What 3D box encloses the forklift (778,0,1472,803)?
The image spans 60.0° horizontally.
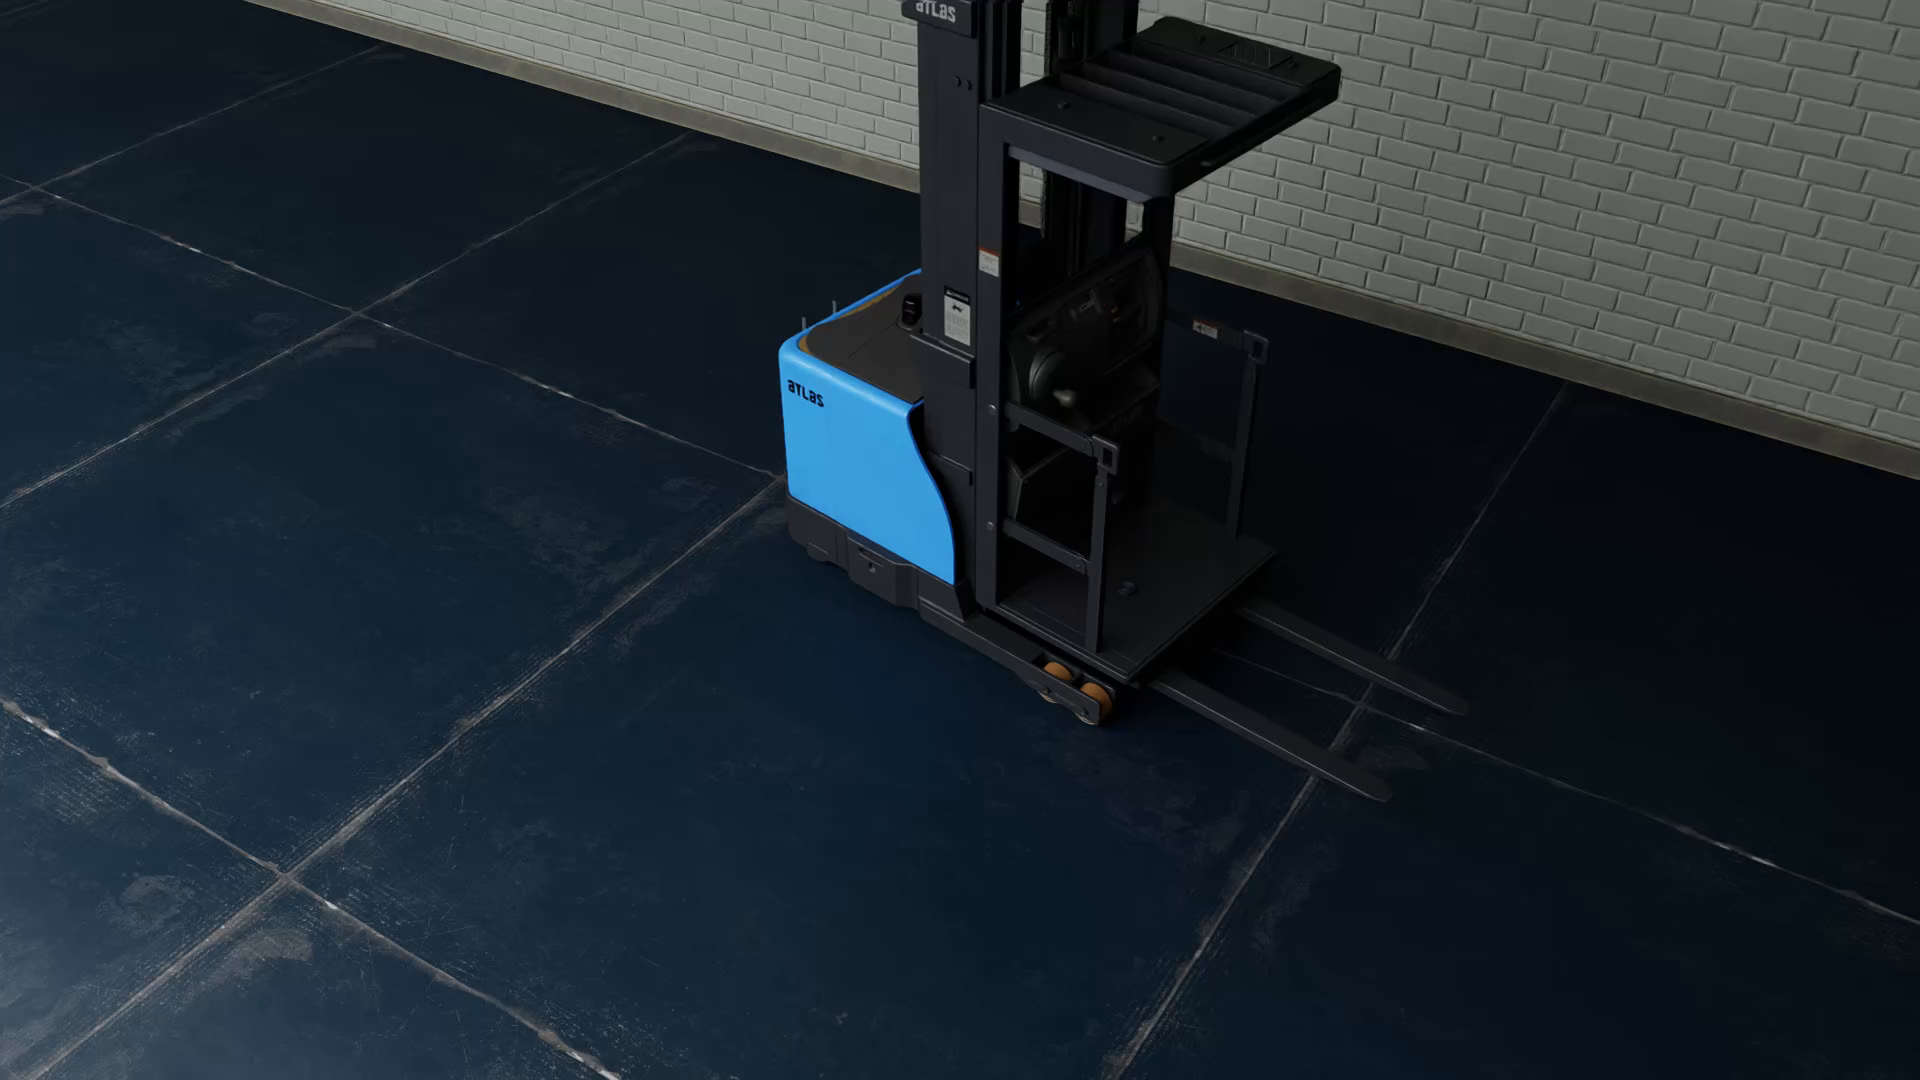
[{"bbox_3d":[0.651,-0.776,6.356,3.031,2.935,1.130,28,46,31],"label":"forklift"}]

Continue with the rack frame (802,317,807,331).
[{"bbox_3d":[-0.628,-0.614,7.810,0.240,0.900,0.006,27,45,30],"label":"rack frame"}]

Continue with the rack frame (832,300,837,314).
[{"bbox_3d":[-0.498,-0.710,7.934,0.240,0.900,0.006,27,45,30],"label":"rack frame"}]

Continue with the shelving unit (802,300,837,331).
[{"bbox_3d":[-0.563,-0.662,7.872,0.258,0.900,0.210,27,45,30],"label":"shelving unit"}]
